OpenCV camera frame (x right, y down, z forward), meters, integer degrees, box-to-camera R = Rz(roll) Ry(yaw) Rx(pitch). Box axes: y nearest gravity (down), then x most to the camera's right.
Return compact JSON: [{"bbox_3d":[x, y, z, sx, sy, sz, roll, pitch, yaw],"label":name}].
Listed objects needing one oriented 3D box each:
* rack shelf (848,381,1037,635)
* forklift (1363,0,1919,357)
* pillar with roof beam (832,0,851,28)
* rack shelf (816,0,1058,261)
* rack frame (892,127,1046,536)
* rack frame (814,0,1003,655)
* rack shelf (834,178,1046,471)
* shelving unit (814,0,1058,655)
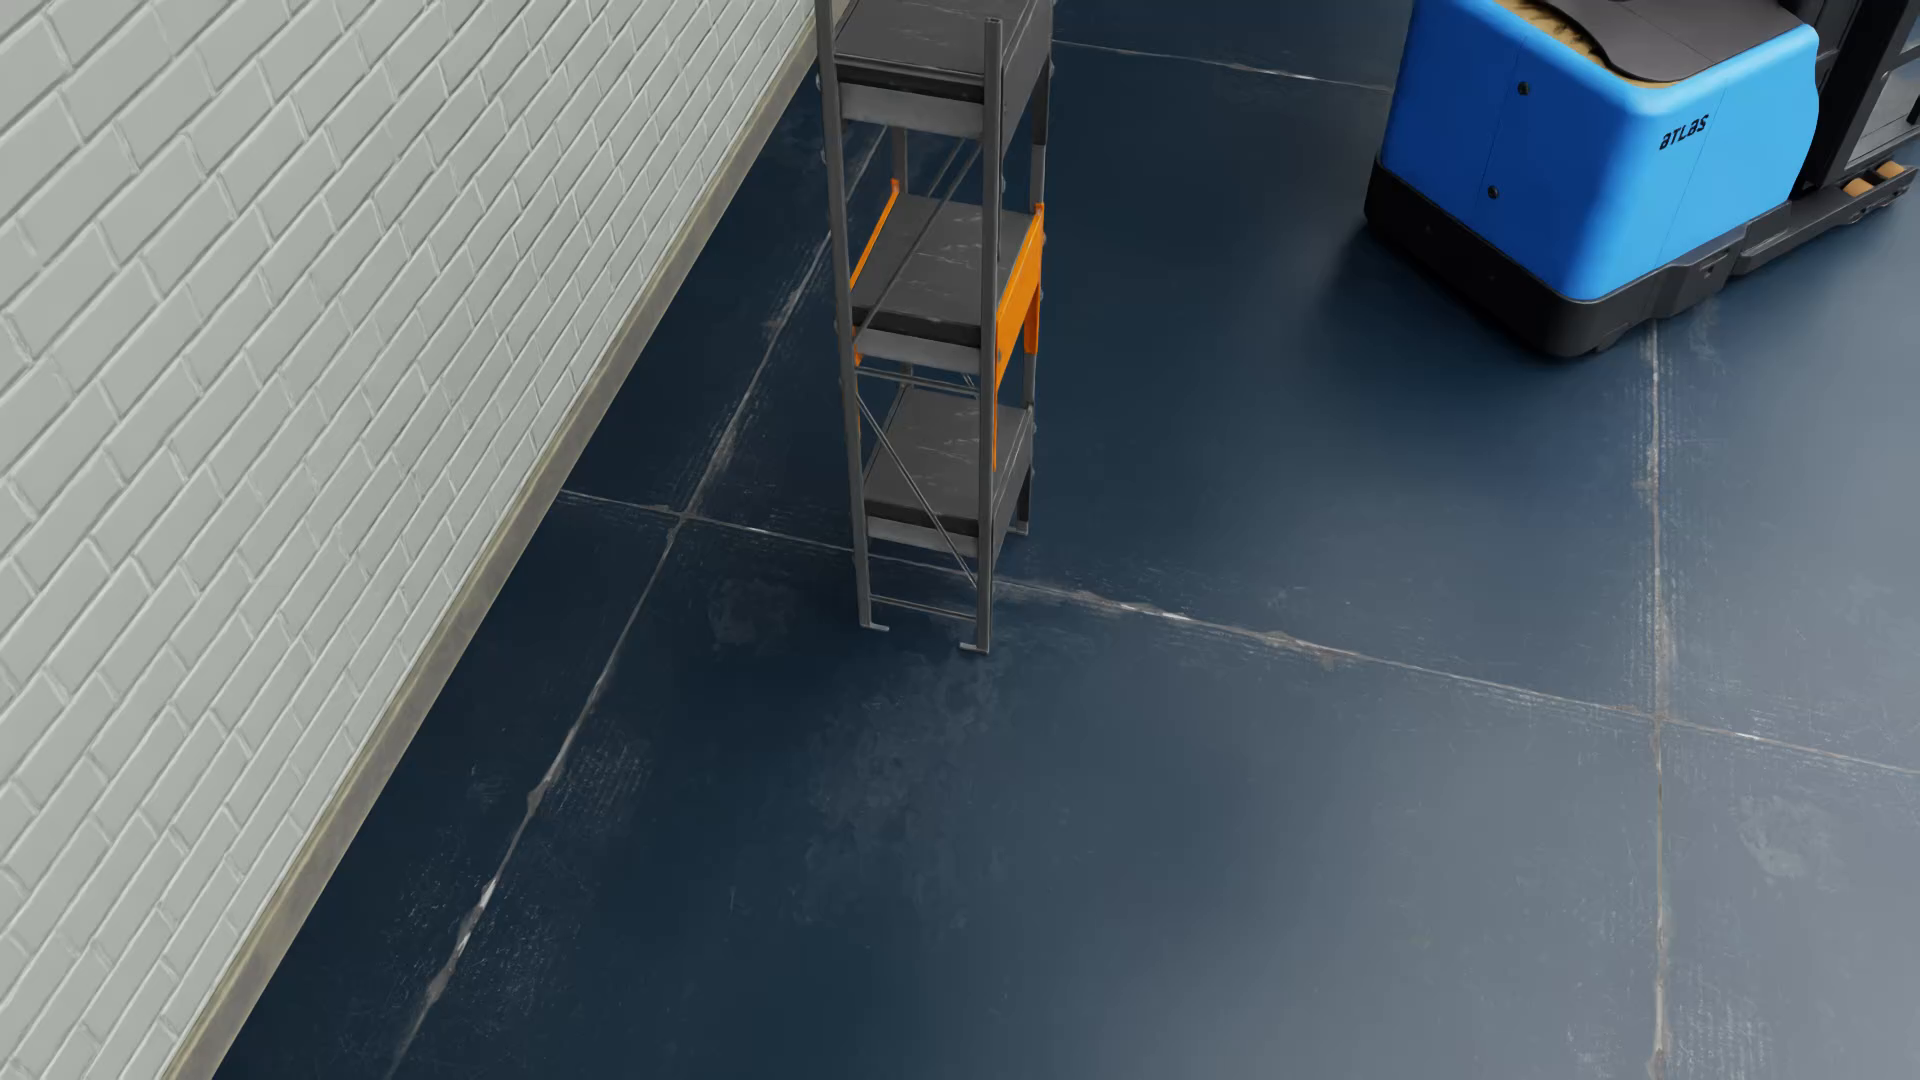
[{"bbox_3d":[-0.044,-0.103,4.892,0.431,0.518,0.480,12,50,10],"label":"rack shelf"},{"bbox_3d":[3.026,-2.474,5.479,3.031,2.935,1.130,-26,54,-21],"label":"forklift"},{"bbox_3d":[3.758,-4.439,3.166,9.100,9.000,0.400,12,50,10],"label":"pillar with roof beam"},{"bbox_3d":[-0.044,-1.029,3.842,0.431,0.518,0.480,12,50,10],"label":"rack shelf"},{"bbox_3d":[0.021,-0.752,4.513,0.400,2.100,0.015,12,50,10],"label":"rack frame"},{"bbox_3d":[-0.108,-0.399,4.201,0.400,2.100,0.015,12,50,10],"label":"rack frame"},{"bbox_3d":[-0.044,-0.566,4.367,0.431,0.518,0.480,12,50,10],"label":"rack shelf"},{"bbox_3d":[-0.044,-0.575,4.357,0.431,2.100,0.503,12,50,10],"label":"shelving unit"}]
